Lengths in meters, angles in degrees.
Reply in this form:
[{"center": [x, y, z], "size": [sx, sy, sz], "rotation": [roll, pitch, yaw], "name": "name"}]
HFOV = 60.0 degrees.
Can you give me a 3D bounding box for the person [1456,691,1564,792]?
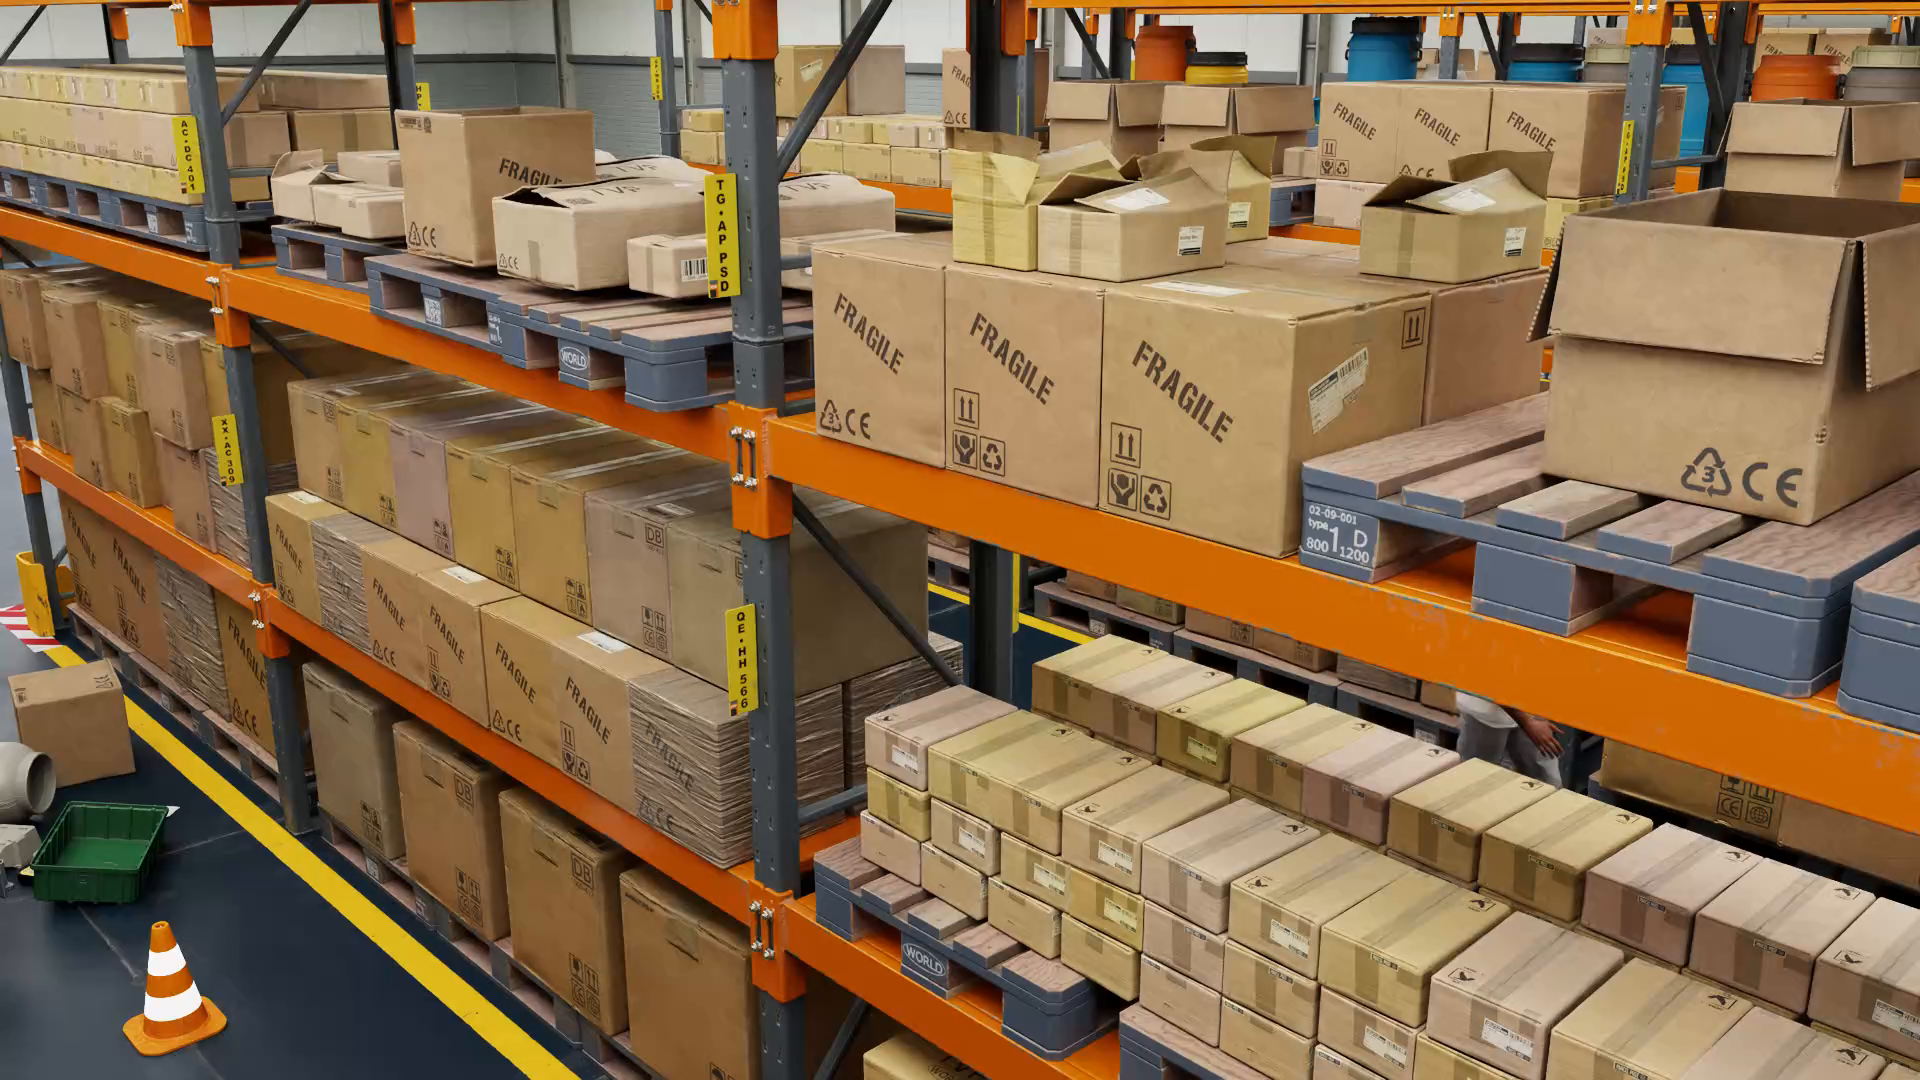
[{"center": [2.471, 0.807, 7.454], "size": [0.571, 1.816, 0.756], "rotation": [-14, 22, -39], "name": "person"}]
